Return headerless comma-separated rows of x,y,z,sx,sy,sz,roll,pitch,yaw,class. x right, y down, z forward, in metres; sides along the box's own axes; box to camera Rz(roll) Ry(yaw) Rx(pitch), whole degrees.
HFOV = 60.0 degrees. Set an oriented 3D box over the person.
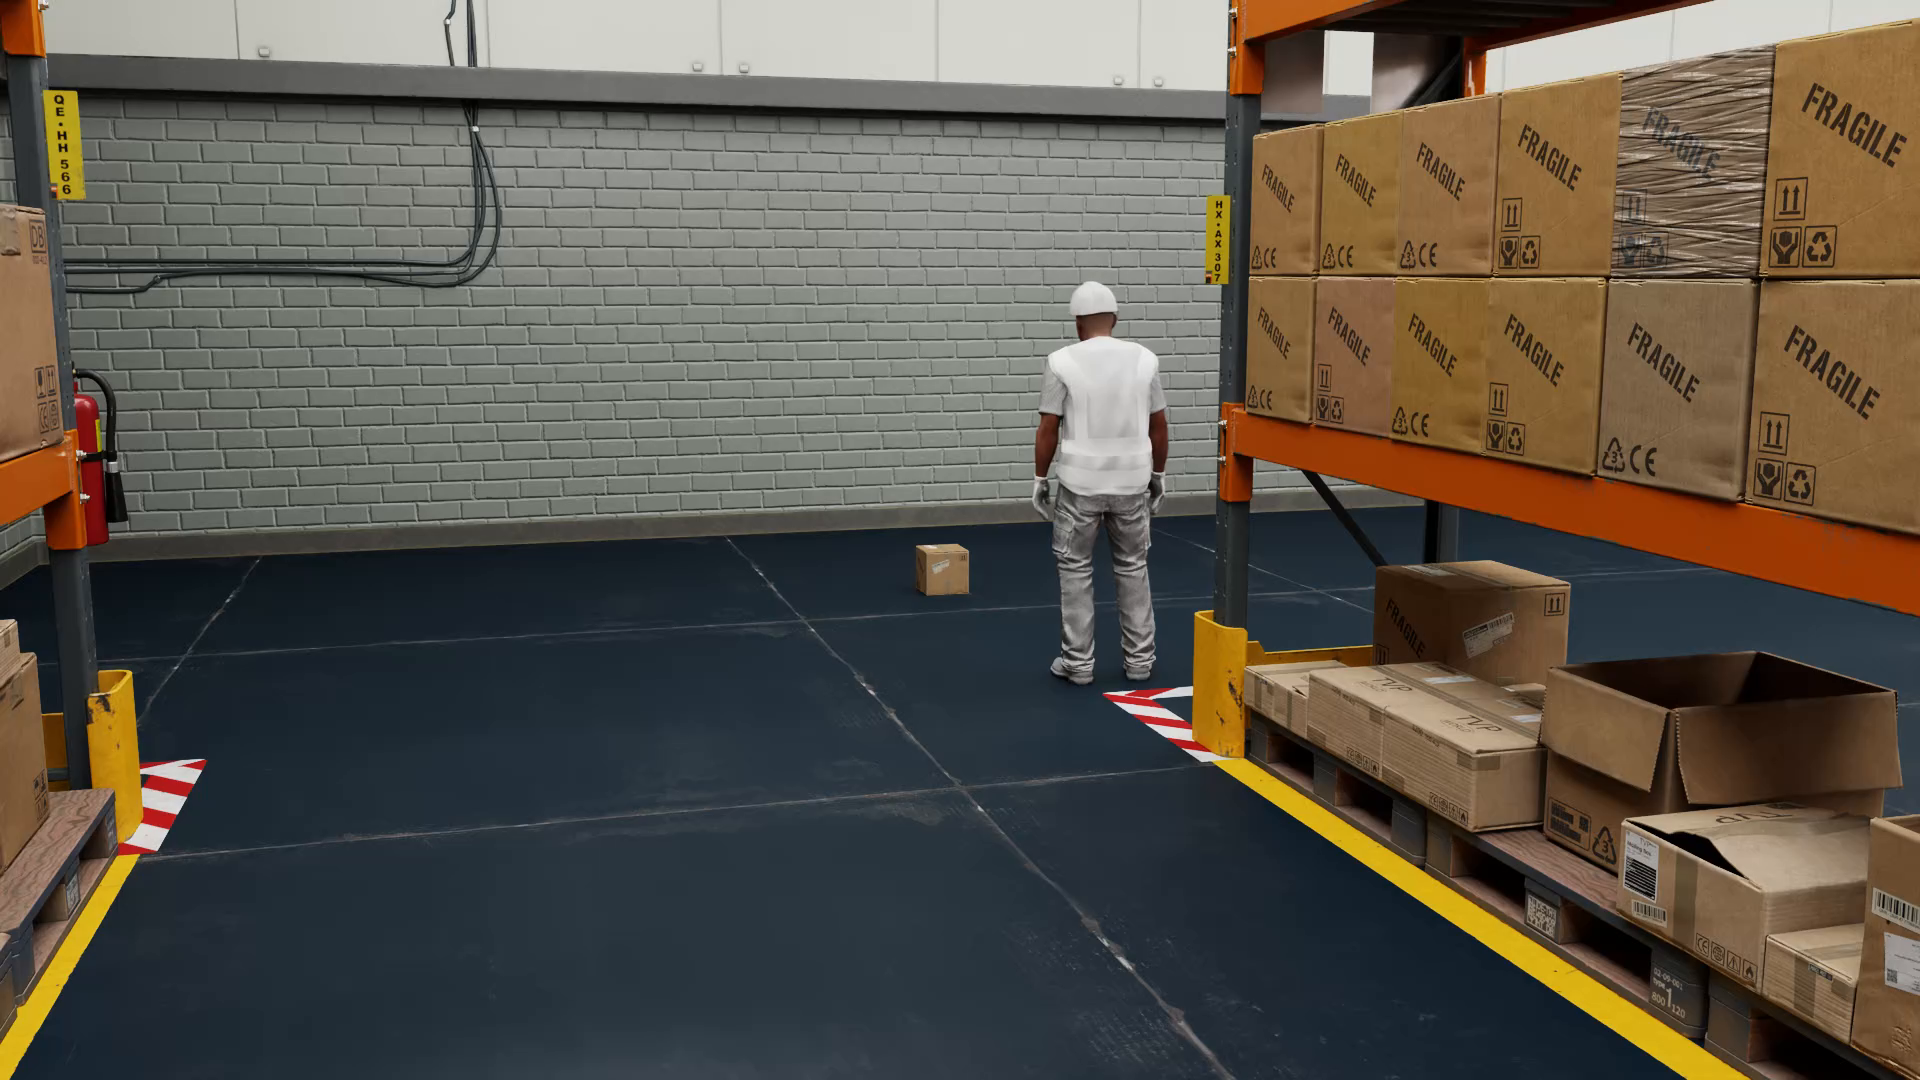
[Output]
0.625,-0.253,7.408,0.620,1.774,0.453,-2,9,-12,person
